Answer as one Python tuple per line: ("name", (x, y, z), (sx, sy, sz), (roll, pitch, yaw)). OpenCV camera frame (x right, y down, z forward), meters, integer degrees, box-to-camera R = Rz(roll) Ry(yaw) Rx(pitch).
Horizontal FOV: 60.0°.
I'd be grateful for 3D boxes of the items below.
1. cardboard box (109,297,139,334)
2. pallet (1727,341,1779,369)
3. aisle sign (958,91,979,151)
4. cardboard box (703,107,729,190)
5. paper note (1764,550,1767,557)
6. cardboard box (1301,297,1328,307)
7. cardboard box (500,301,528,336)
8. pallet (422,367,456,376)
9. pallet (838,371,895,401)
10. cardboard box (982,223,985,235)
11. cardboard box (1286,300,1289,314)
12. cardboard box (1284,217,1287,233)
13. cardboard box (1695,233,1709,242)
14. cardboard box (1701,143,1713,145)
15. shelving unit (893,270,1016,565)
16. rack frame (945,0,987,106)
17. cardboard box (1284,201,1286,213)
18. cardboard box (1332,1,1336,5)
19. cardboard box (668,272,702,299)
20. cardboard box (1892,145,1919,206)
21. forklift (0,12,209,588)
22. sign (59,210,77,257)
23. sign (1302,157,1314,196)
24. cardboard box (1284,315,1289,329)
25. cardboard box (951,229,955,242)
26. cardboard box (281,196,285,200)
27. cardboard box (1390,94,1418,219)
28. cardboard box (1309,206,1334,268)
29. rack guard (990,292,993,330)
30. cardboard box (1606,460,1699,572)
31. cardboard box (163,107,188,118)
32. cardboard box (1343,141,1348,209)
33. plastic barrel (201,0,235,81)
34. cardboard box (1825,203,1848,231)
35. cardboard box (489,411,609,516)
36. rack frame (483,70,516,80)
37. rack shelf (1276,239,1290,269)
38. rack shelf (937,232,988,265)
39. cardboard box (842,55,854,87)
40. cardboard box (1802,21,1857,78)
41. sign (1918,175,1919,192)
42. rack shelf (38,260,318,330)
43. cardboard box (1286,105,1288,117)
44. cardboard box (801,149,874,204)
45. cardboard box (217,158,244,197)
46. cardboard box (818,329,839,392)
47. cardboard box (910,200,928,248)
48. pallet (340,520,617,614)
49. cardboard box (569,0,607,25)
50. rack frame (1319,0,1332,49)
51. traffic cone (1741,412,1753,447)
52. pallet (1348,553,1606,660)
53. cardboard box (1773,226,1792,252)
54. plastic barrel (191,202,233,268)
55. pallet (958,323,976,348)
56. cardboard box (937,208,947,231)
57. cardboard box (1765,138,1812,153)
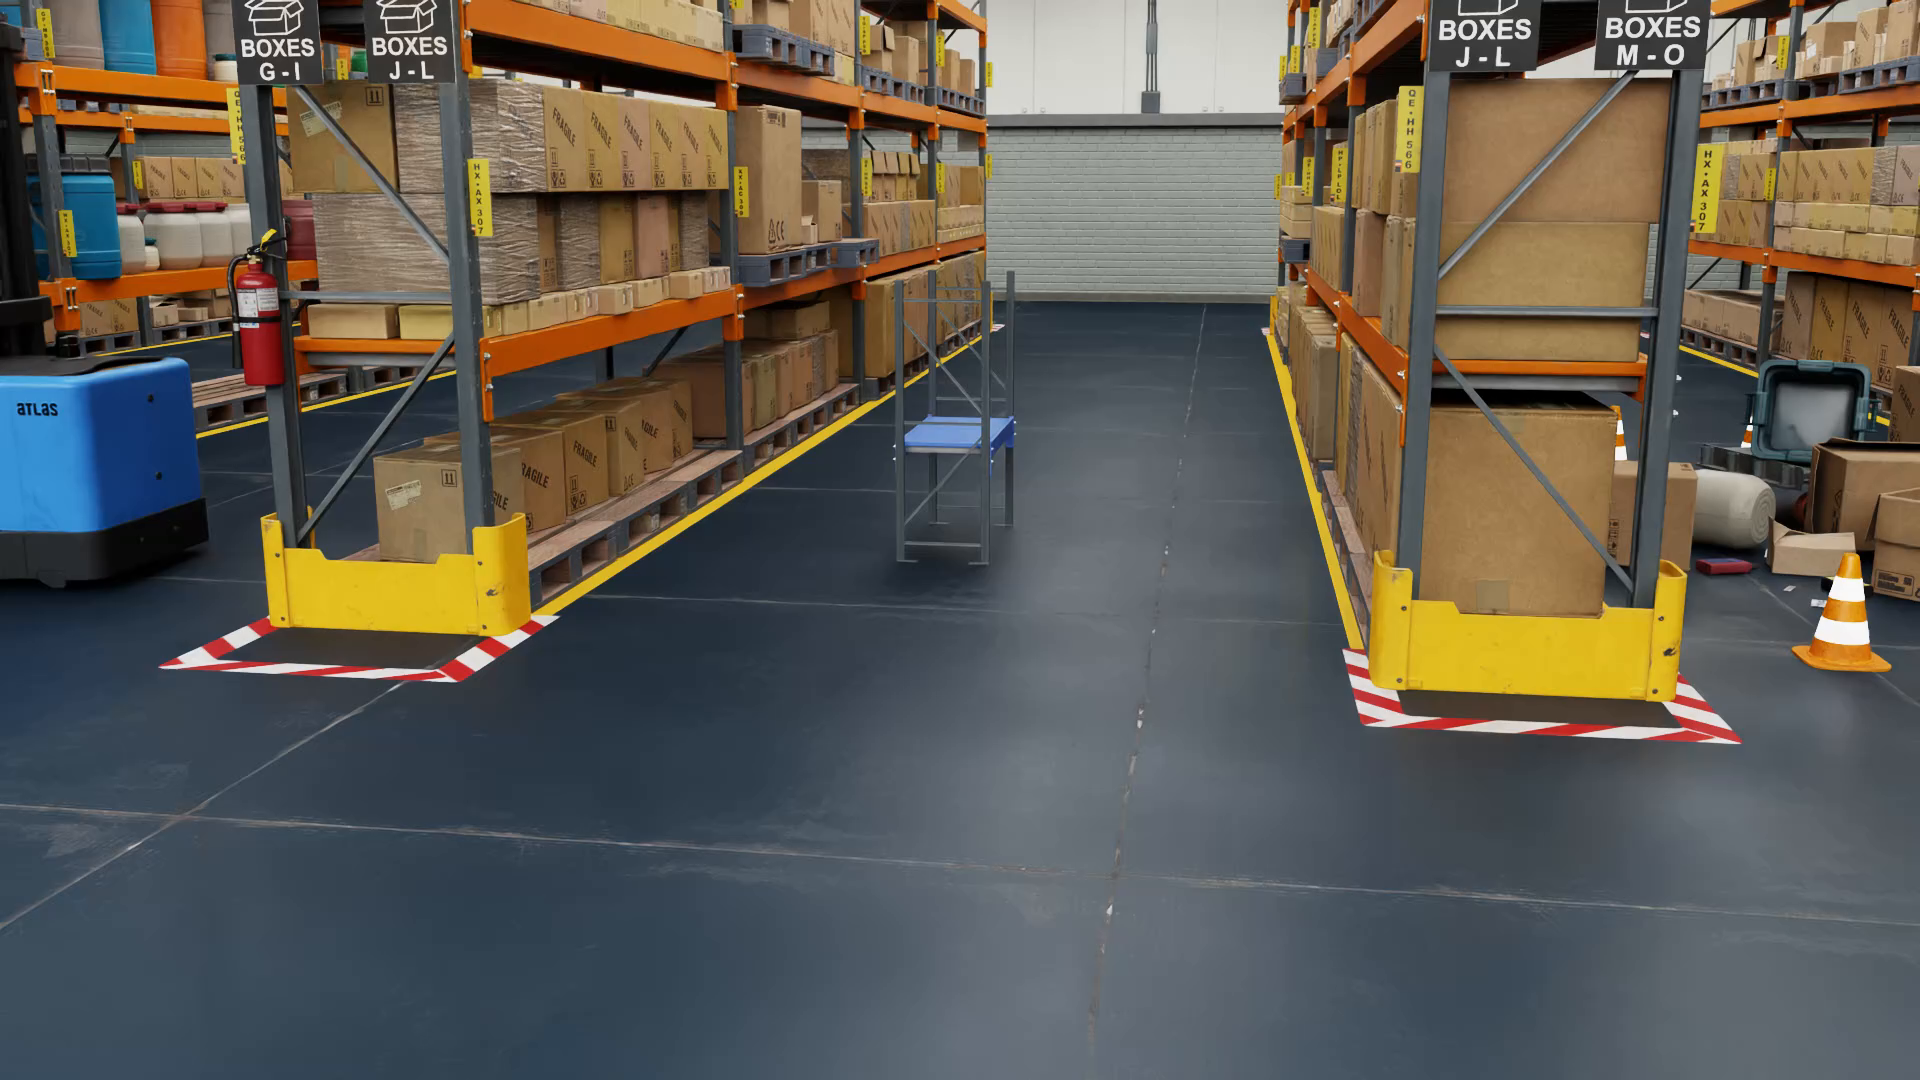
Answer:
("cardboard box", (-10.342, -2.770, 20.118), (0.500, 0.500, 0.500), (2, 12, 8))
("pallet", (9.225, -2.039, 18.454), (1.003, 0.211, 1.213), (2, 12, 9))
("aisle sign", (0.162, -5.676, 22.542), (0.394, 0.787, 0.004), (2, 12, 9))
("cardboard box", (-1.789, -2.483, 10.577), (0.500, 0.500, 0.500), (2, 12, 9))
("paper note", (4.493, 0.077, 9.084), (0.172, 0.023, 0.155), (7, 14, 28))
("cardboard box", (3.355, -2.054, 15.061), (0.500, 0.250, 0.500), (2, 12, 7))
("cardboard box", (-2.270, -1.050, 7.841), (0.380, 0.149, 0.250), (2, 12, 9))
("pallet", (-6.000, -1.951, 18.045), (1.003, 0.211, 1.213), (2, 12, 9))
("pallet", (-1.180, -1.533, 16.108), (1.003, 0.211, 1.213), (2, 12, 9))
("cardboard box", (0.125, -4.193, 22.424), (0.380, 0.149, 0.250), (2, 12, 10))
("cardboard box", (3.953, -2.677, 19.155), (0.380, 0.149, 0.250), (2, 12, 8))
("cardboard box", (3.372, -3.077, 16.250), (0.380, 0.149, 0.250), (1, 12, 6))
("cardboard box", (9.142, -3.826, 19.889), (0.500, 0.500, 0.500), (2, 12, 8))
("cardboard box", (9.172, -4.706, 20.061), (0.380, 0.149, 0.250), (1, 12, 7))
("shelving unit", (-0.013, -0.715, 9.253), (0.538, 1.500, 1.048), (2, 12, 9))
("rack frame", (-0.146, -7.333, 22.159), (1.000, 3.000, 0.127), (2, 12, 9))
("cardboard box", (3.453, -3.329, 16.712), (0.380, 0.149, 0.250), (2, 12, 11))
("cardboard box", (3.315, -4.535, 14.243), (0.396, 0.266, 0.258), (2, 12, 9))
("cardboard box", (-1.808, -1.568, 10.244), (0.380, 0.149, 0.250), (2, 12, 9))
("cardboard box", (8.237, -3.068, 13.997), (0.500, 0.500, 0.500), (2, 12, 7))
("forklift", (-5.687, -1.307, 8.601), (3.031, 2.935, 1.130), (1, 12, 7))
("sign", (-6.344, -2.178, 11.822), (0.100, 0.325, 0.005), (2, 12, 9))
("sign", (2.972, -3.096, 14.180), (0.100, 0.325, 0.005), (2, 12, 9))
("cardboard box", (3.888, -2.476, 18.924), (0.380, 0.149, 0.250), (1, 12, 6))
("cardboard box", (-0.268, -3.660, 19.952), (0.380, 0.149, 0.250), (2, 12, 7))
("cardboard box", (-9.810, -4.561, 23.299), (0.500, 0.500, 0.500), (2, 12, 9))
("cardboard box", (2.368, -1.683, 7.261), (0.875, 0.550, 0.550), (2, 12, 9))
("cardboard box", (3.173, -2.517, 13.817), (0.500, 0.500, 0.500), (2, 12, 9))
("rack guard", (-0.142, -3.183, 23.078), (1.175, 0.500, 0.348), (2, 12, 9))
("cardboard box", (3.669, -0.143, 8.966), (0.500, 0.500, 0.500), (4, 13, 18))
("cardboard box", (-10.149, -5.480, 21.035), (0.500, 0.250, 0.500), (2, 12, 9))
("cardboard box", (3.199, -2.679, 12.194), (0.700, 0.500, 0.500), (2, 12, 8))
("plastic barrel", (-6.611, -4.443, 14.679), (0.600, 0.901, 0.600), (0, 12, 0))
("cardboard box", (8.453, -3.016, 15.538), (0.500, 0.250, 0.500), (2, 12, 7))
("cardboard box", (-2.321, -0.438, 9.341), (0.500, 0.500, 0.500), (3, 13, 14))
("rack frame", (-5.655, -6.661, 19.040), (1.000, 3.000, 0.127), (2, 12, 9))
("rack shelf", (4.432, -3.451, 20.092), (1.077, 0.370, 4.000), (2, 12, 9))
("rack shelf", (-0.453, -3.632, 20.935), (1.077, 0.370, 4.000), (2, 12, 9))
("cardboard box", (-1.207, -4.021, 14.268), (0.500, 0.250, 0.500), (2, 12, 9))
("cardboard box", (8.609, -4.793, 16.259), (0.500, 0.500, 0.500), (2, 12, 8))
("sign", (7.867, -2.997, 13.532), (0.100, 0.325, 0.005), (2, 12, 9))
("rack shelf", (-6.578, -2.127, 13.953), (1.077, 0.370, 4.000), (2, 12, 9))
("cardboard box", (4.333, -5.417, 20.745), (0.500, 0.250, 0.500), (2, 12, 10))
("cardboard box", (-1.248, -3.426, 15.652), (0.797, 0.503, 0.637), (2, 12, 11))
("cardboard box", (-9.961, -4.838, 22.212), (0.500, 0.500, 0.500), (2, 12, 10))
("cardboard box", (-1.459, -1.588, 14.631), (0.700, 0.500, 0.500), (1, 12, 6))
("cardboard box", (-0.646, -3.408, 17.947), (0.500, 0.500, 0.500), (2, 12, 10))
("pallet", (-2.435, 0.110, 8.483), (1.003, 0.211, 1.213), (2, 12, 9))
("cardboard box", (-2.124, -2.765, 8.440), (0.500, 0.250, 0.500), (2, 12, 8))
("rack frame", (3.509, -5.486, 13.589), (1.000, 3.000, 0.127), (2, 12, 9))
("traffic cone", (5.665, -0.737, 11.816), (0.336, 0.463, 0.334), (2, 12, 9))
("pallet", (2.325, 0.306, 7.571), (1.003, 0.211, 1.213), (2, 12, 9))
("cardboard box", (8.703, -3.090, 17.068), (0.500, 0.250, 0.500), (2, 12, 7))
("plastic barrel", (-6.342, -2.564, 13.948), (0.433, 0.535, 0.433), (0, 12, 0))
("pallet", (-0.382, -2.615, 21.126), (1.003, 0.211, 1.213), (2, 12, 9))
("cardboard box", (-0.430, -3.729, 19.327), (0.500, 0.250, 0.500), (2, 12, 8))
("cardboard box", (8.764, -4.176, 17.599), (0.380, 0.149, 0.250), (2, 12, 7))
